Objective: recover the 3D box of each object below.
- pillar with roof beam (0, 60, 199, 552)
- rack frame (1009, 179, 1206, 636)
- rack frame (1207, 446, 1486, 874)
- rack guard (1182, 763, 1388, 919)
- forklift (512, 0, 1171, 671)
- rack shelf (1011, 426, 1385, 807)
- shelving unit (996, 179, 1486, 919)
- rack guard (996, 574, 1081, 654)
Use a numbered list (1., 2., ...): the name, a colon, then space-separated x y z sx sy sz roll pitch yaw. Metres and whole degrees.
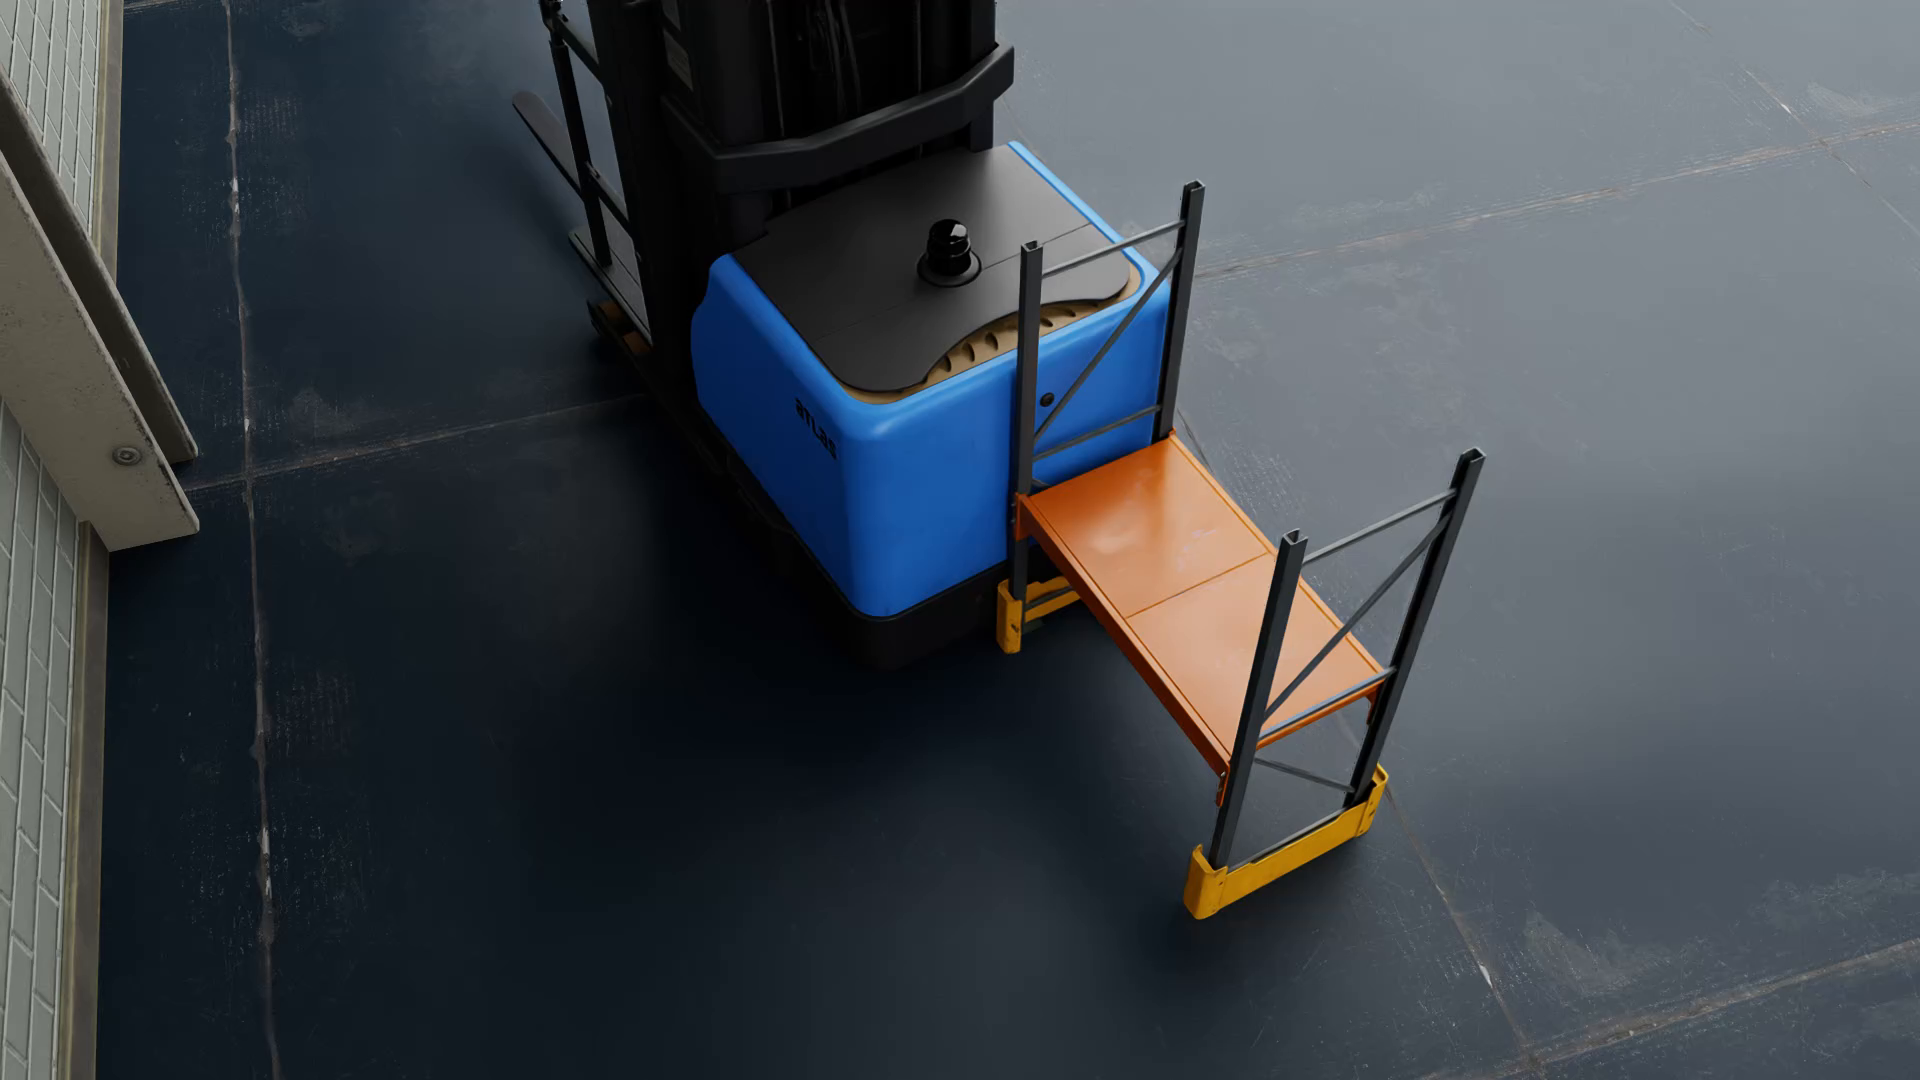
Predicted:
1. pillar with roof beam: 1.494 -4.008 2.743 9.100 9.000 0.400 -13 51 -11
2. rack frame: 0.367 -0.287 4.511 0.500 1.500 0.032 -23 54 -18
3. rack frame: 0.863 0.391 3.939 0.500 1.500 0.032 -23 54 -18
4. rack guard: 0.863 0.793 4.418 0.587 0.250 0.087 -23 54 -18
5. forklift: -0.630 -1.678 4.747 1.130 2.935 3.031 -26 55 -20
6. rack shelf: 0.615 0.168 4.363 0.538 0.185 1.000 -23 54 -18
7. shelving unit: 0.620 0.058 4.220 0.587 1.500 1.083 -23 54 -18
8. rack guard: 0.377 0.129 4.978 0.587 0.250 0.087 -23 54 -18
